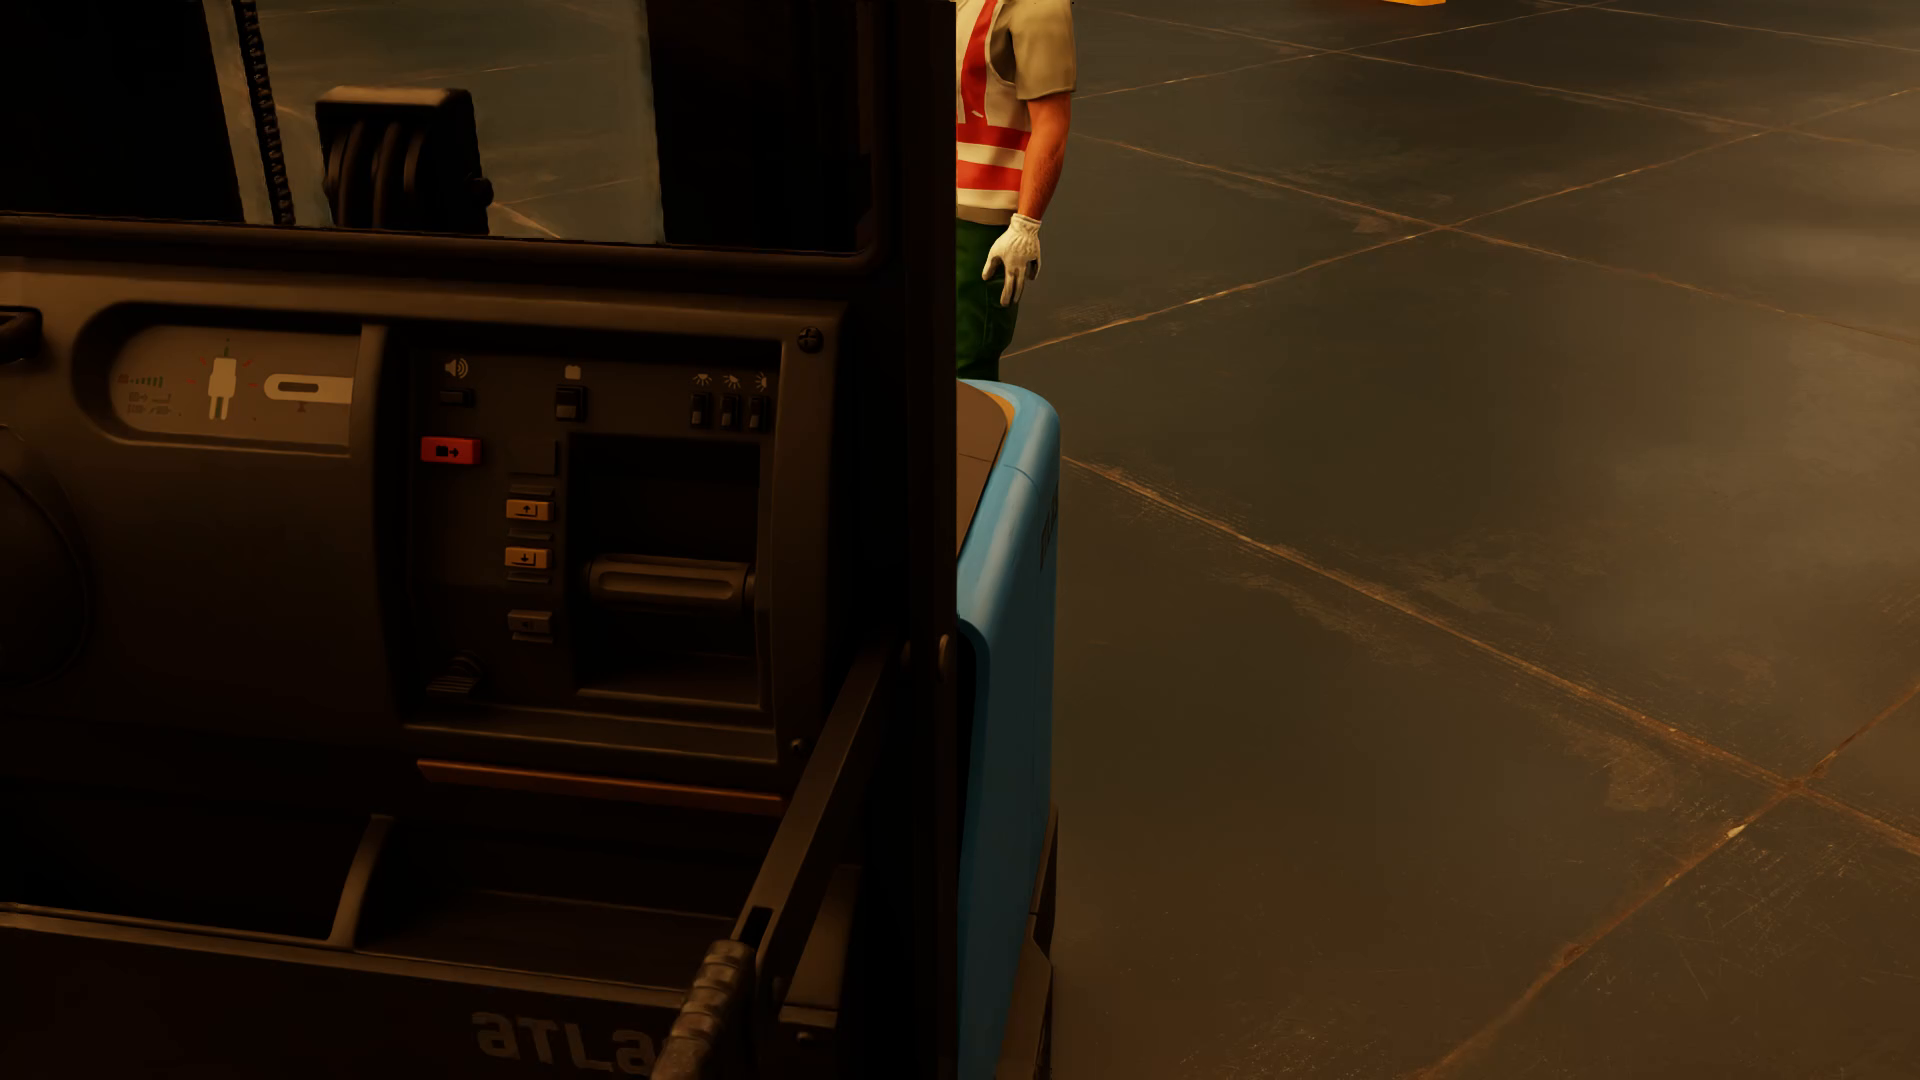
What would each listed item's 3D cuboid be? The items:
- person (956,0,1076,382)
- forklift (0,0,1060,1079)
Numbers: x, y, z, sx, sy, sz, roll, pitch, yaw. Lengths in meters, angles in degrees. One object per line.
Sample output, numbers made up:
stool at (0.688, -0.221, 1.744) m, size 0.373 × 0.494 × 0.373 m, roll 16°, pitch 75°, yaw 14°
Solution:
person at (-0.069, -0.788, 4.061) m, size 0.562 × 1.789 × 0.638 m, roll -20°, pitch 33°, yaw -35°
forklift at (-0.587, 0.012, 1.177) m, size 1.130 × 2.935 × 3.031 m, roll 4°, pitch 27°, yaw 9°
